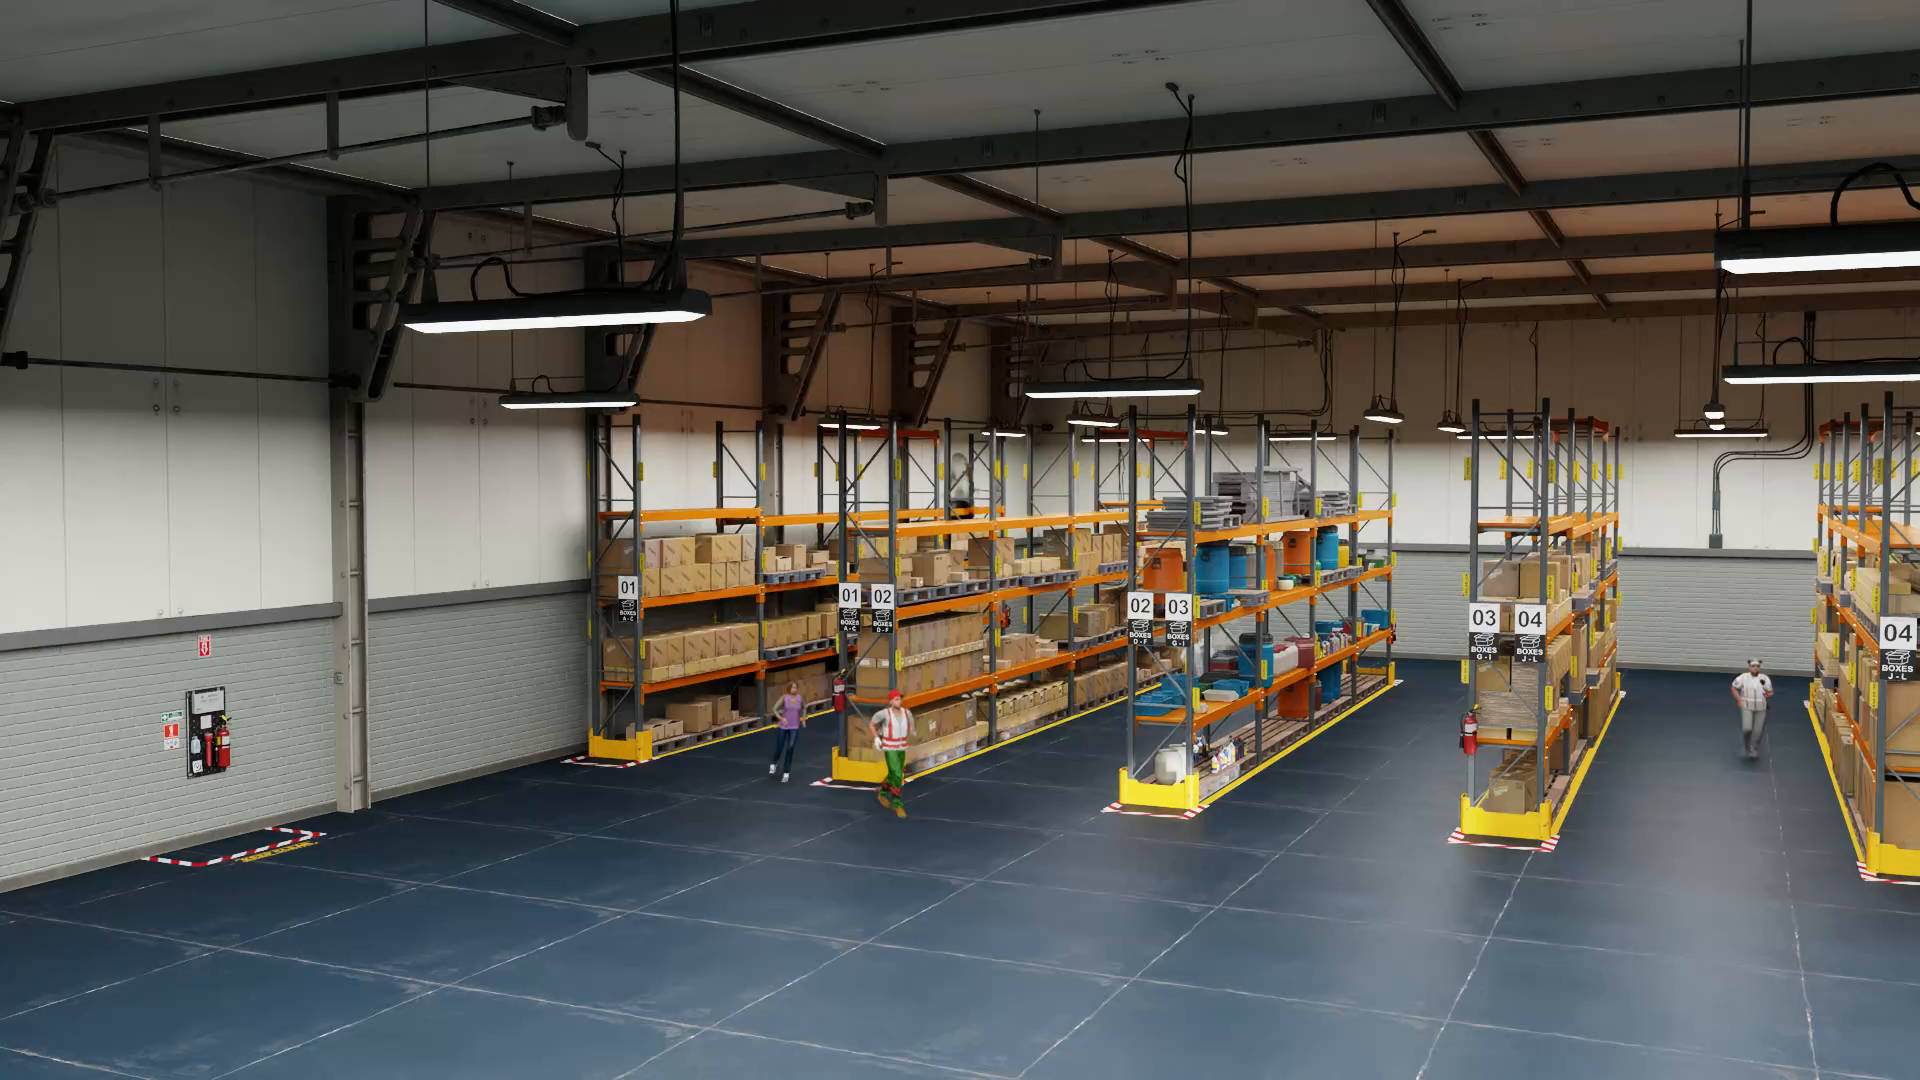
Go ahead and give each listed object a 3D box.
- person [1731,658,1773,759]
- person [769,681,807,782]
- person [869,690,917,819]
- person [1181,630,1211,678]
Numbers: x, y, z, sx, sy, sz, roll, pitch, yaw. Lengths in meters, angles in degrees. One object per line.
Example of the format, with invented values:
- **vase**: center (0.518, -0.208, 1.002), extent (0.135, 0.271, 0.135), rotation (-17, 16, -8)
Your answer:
- **person**: center (13.802, 2.938, 28.916), extent (0.645, 1.778, 0.633), rotation (1, 2, 16)
- **person**: center (-2.777, 3.090, 27.090), extent (0.609, 1.572, 0.848), rotation (-1, 2, -13)
- **person**: center (-0.963, 3.091, 24.341), extent (0.623, 1.822, 0.853), rotation (-2, 3, -39)
- **person**: center (5.014, 2.724, 35.396), extent (0.627, 1.675, 0.648), rotation (0, 2, 12)
